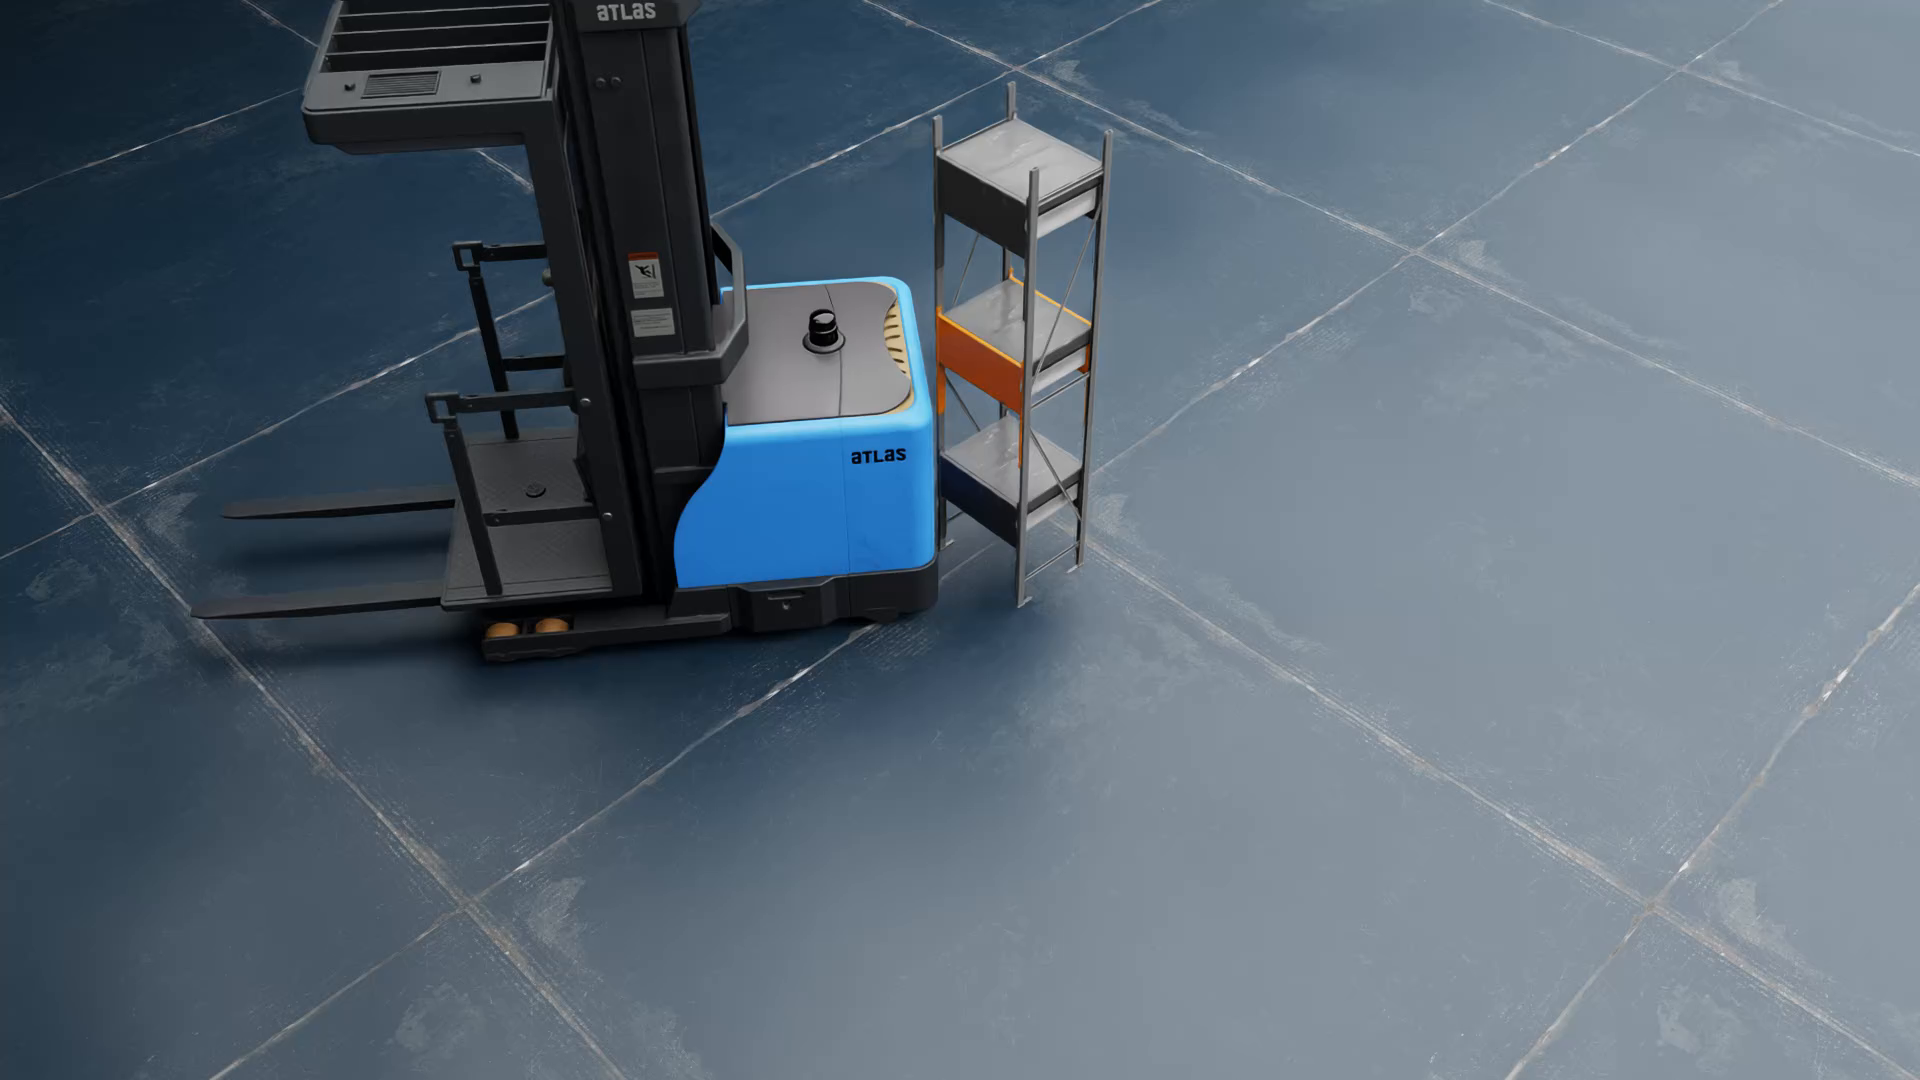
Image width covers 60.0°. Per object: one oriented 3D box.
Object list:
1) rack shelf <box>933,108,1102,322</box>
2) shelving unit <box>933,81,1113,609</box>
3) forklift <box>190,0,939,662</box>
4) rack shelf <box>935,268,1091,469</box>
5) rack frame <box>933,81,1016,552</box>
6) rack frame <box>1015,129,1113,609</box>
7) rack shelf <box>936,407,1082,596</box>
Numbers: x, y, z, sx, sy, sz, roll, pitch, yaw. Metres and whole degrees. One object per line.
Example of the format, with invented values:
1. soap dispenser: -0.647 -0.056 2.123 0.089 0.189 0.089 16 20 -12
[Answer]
1. rack shelf: 0.220 -1.198 6.105 0.431 0.518 0.480 -32 52 -30
2. shelving unit: 0.220 -0.694 6.571 0.431 2.100 0.503 -32 52 -30
3. forklift: -1.647 -0.959 6.246 3.031 2.935 1.130 -5 43 -5
4. rack shelf: 0.220 -0.684 6.580 0.431 0.518 0.480 -32 52 -30
5. rack frame: 0.053 -0.815 6.702 0.400 2.100 0.015 -32 52 -30
6. rack frame: 0.387 -0.573 6.440 0.400 2.100 0.015 -32 52 -30
7. rack shelf: 0.220 -0.169 7.055 0.431 0.518 0.480 -32 52 -30
